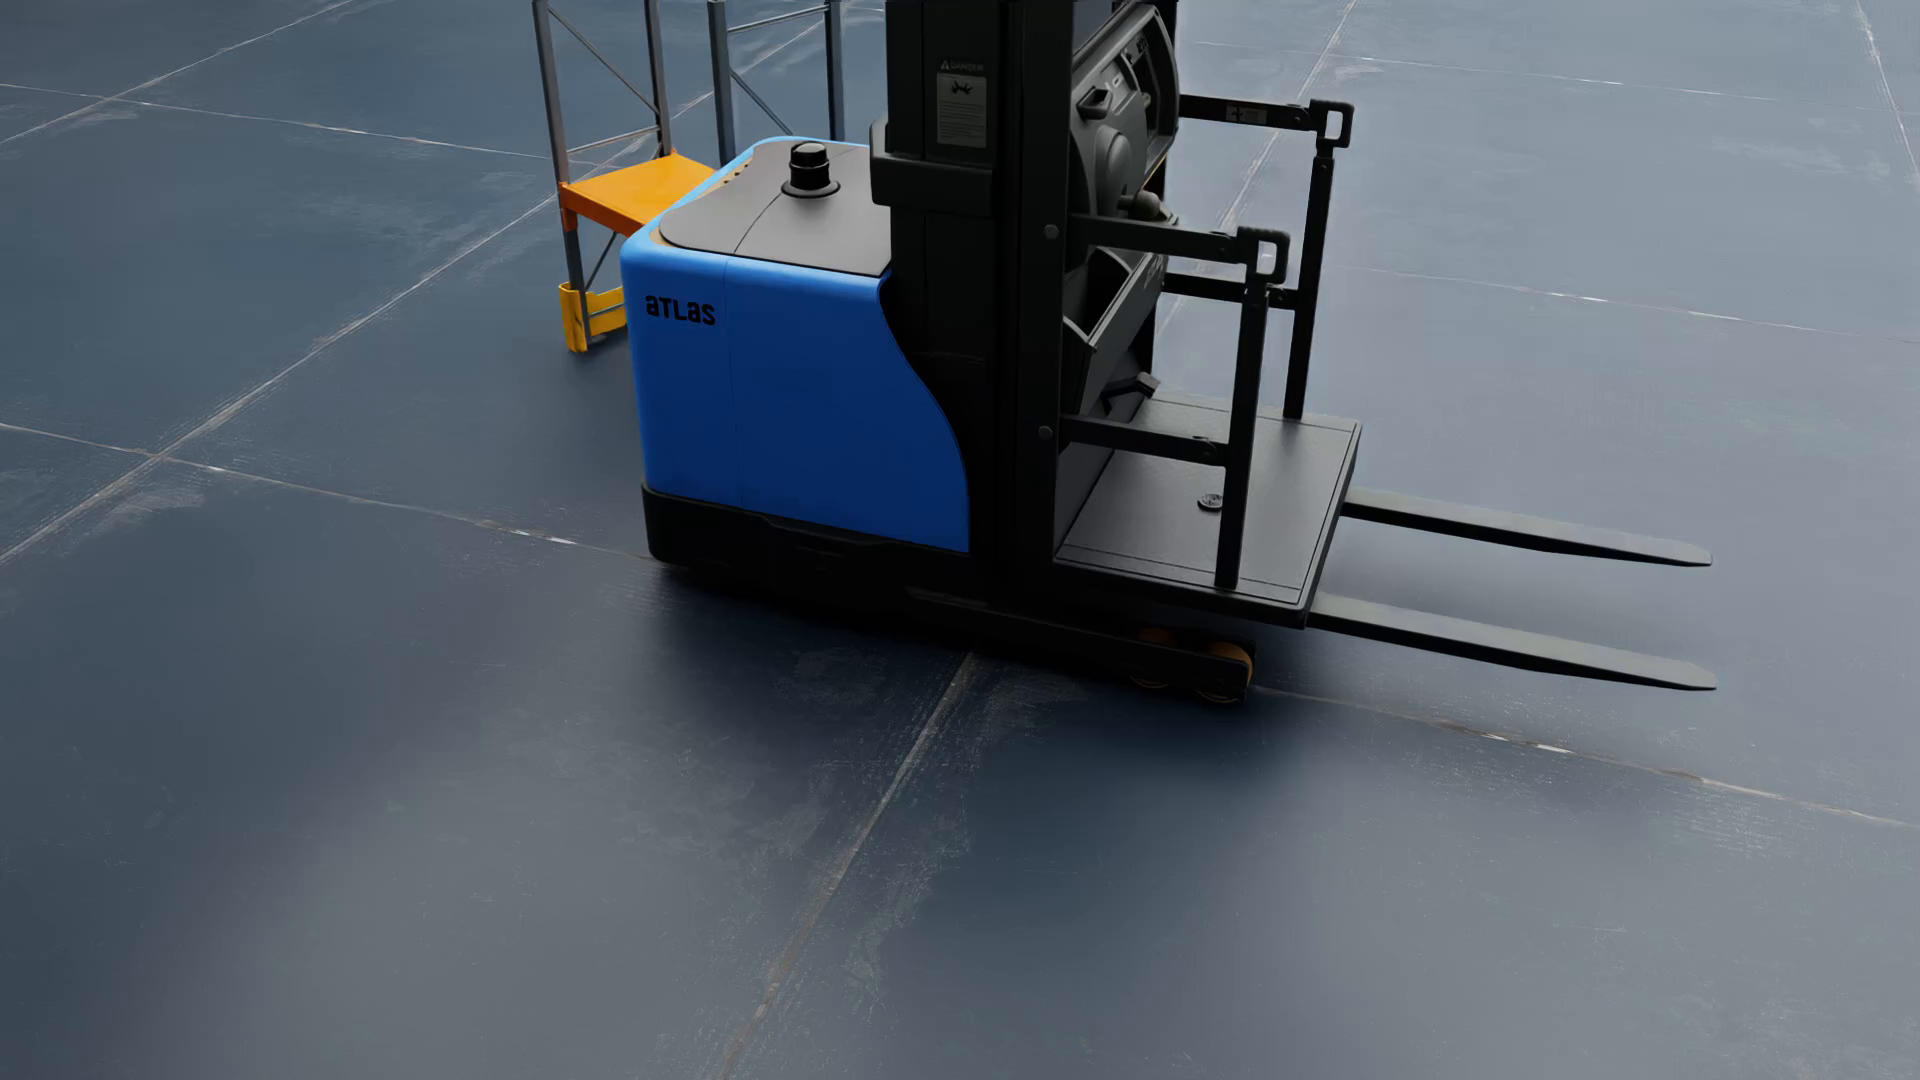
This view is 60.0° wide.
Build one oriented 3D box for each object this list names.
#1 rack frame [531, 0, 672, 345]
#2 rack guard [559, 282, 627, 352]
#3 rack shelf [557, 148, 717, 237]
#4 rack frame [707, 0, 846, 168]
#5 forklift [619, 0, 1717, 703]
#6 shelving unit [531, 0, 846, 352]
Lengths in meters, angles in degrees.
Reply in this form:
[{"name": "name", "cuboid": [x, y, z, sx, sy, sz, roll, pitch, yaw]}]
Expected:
[{"name": "rack frame", "cuboid": [-1.284, -1.474, 6.150, 0.500, 1.500, 0.032, -28, 42, -36]}, {"name": "rack guard", "cuboid": [-1.283, -0.948, 6.488, 0.587, 0.250, 0.087, -28, 42, -36]}, {"name": "rack shelf", "cuboid": [-0.928, -1.126, 5.943, 0.538, 0.185, 1.000, -28, 42, -36]}, {"name": "rack frame", "cuboid": [-0.572, -1.080, 5.541, 0.500, 1.500, 0.032, -28, 42, -36]}, {"name": "forklift", "cuboid": [0.621, -1.111, 4.268, 3.031, 2.935, 1.130, 11, 34, 16]}, {"name": "shelving unit", "cuboid": [-0.934, -1.281, 5.851, 0.587, 1.500, 1.083, -28, 42, -36]}]
